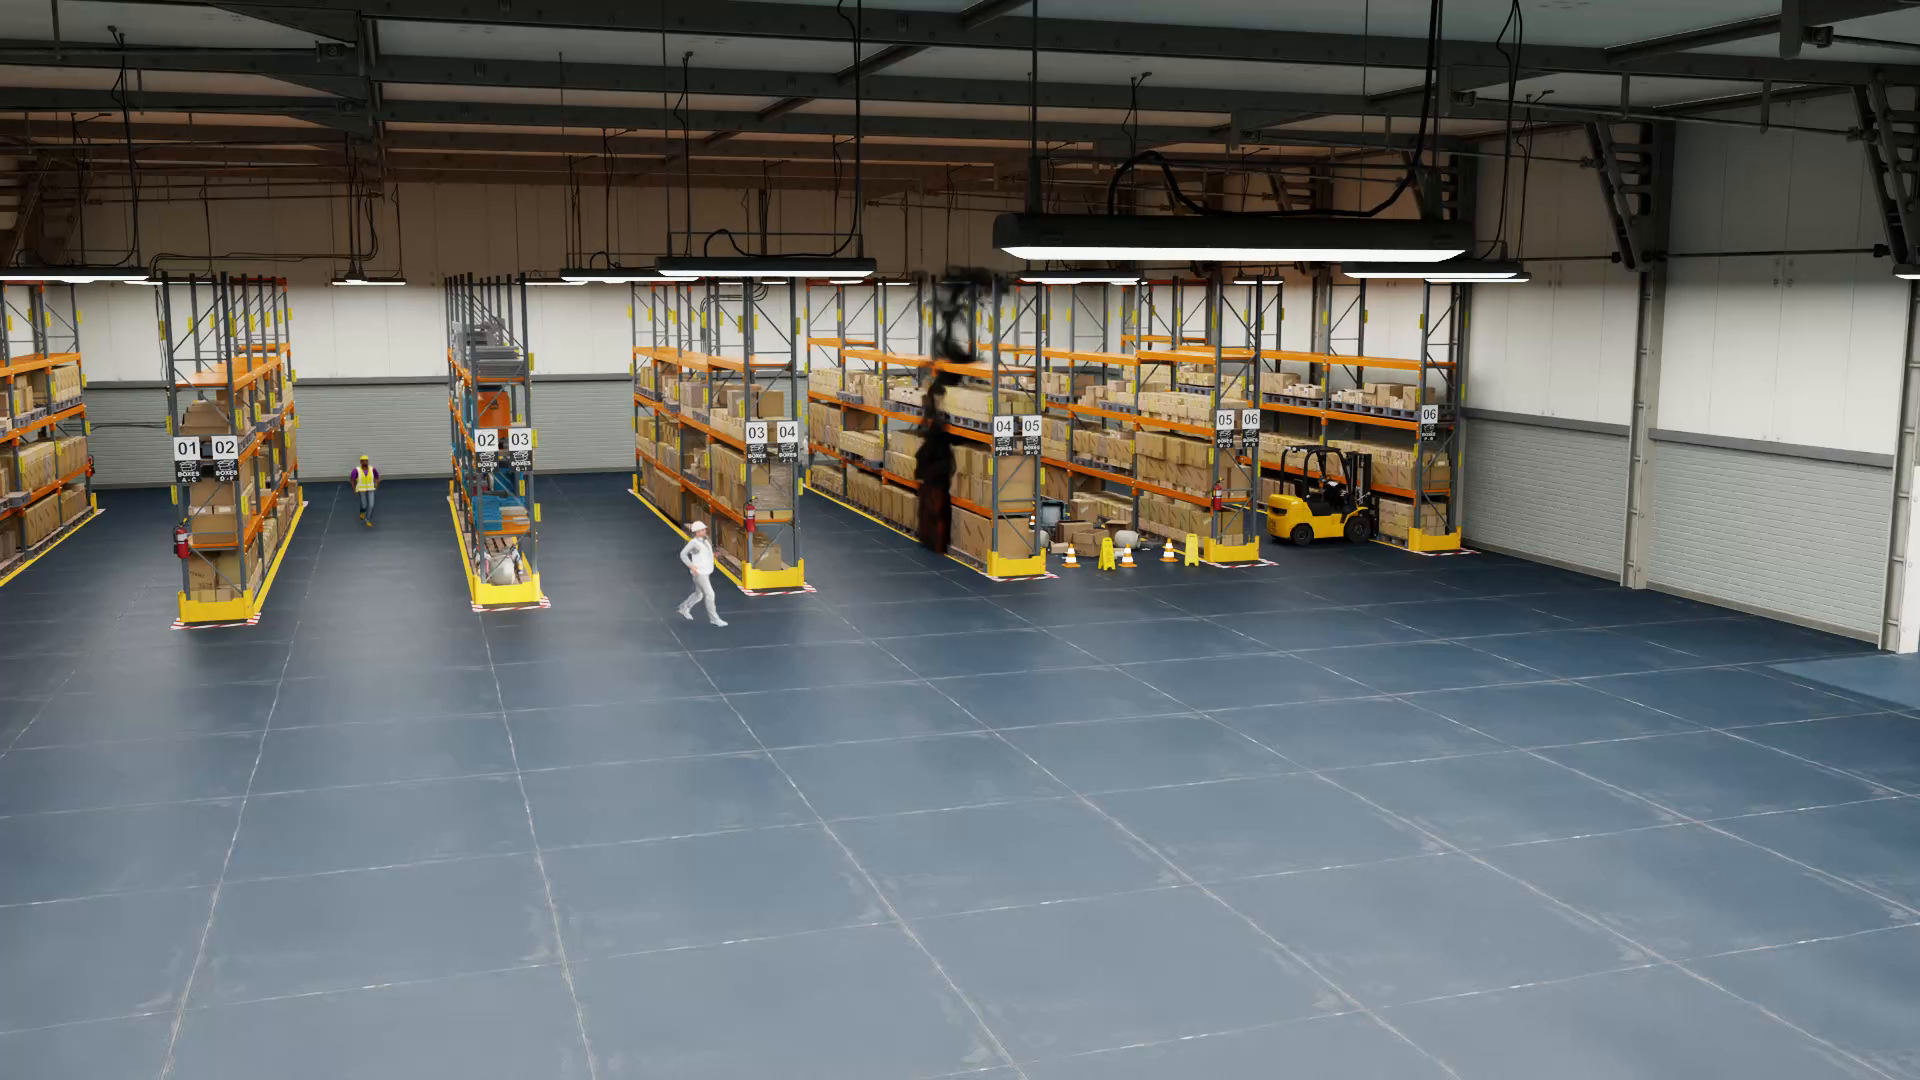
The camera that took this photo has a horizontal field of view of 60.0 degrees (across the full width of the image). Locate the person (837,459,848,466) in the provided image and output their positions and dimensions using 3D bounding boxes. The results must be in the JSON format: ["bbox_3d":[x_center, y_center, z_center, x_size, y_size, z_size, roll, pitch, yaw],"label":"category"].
[{"bbox_3d":[-3.595,-2.714,50.562,0.557,1.626,0.555,-7,11,-37],"label":"person"}]

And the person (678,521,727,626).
[{"bbox_3d":[-4.406,0.560,28.339,0.956,1.768,0.651,2,9,14],"label":"person"}]

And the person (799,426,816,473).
[{"bbox_3d":[-4.493,-2.542,49.315,0.535,1.660,0.659,-4,10,-27],"label":"person"}]

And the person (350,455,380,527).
[{"bbox_3d":[-14.417,-1.199,40.356,0.701,1.726,0.616,-5,10,-29],"label":"person"}]
